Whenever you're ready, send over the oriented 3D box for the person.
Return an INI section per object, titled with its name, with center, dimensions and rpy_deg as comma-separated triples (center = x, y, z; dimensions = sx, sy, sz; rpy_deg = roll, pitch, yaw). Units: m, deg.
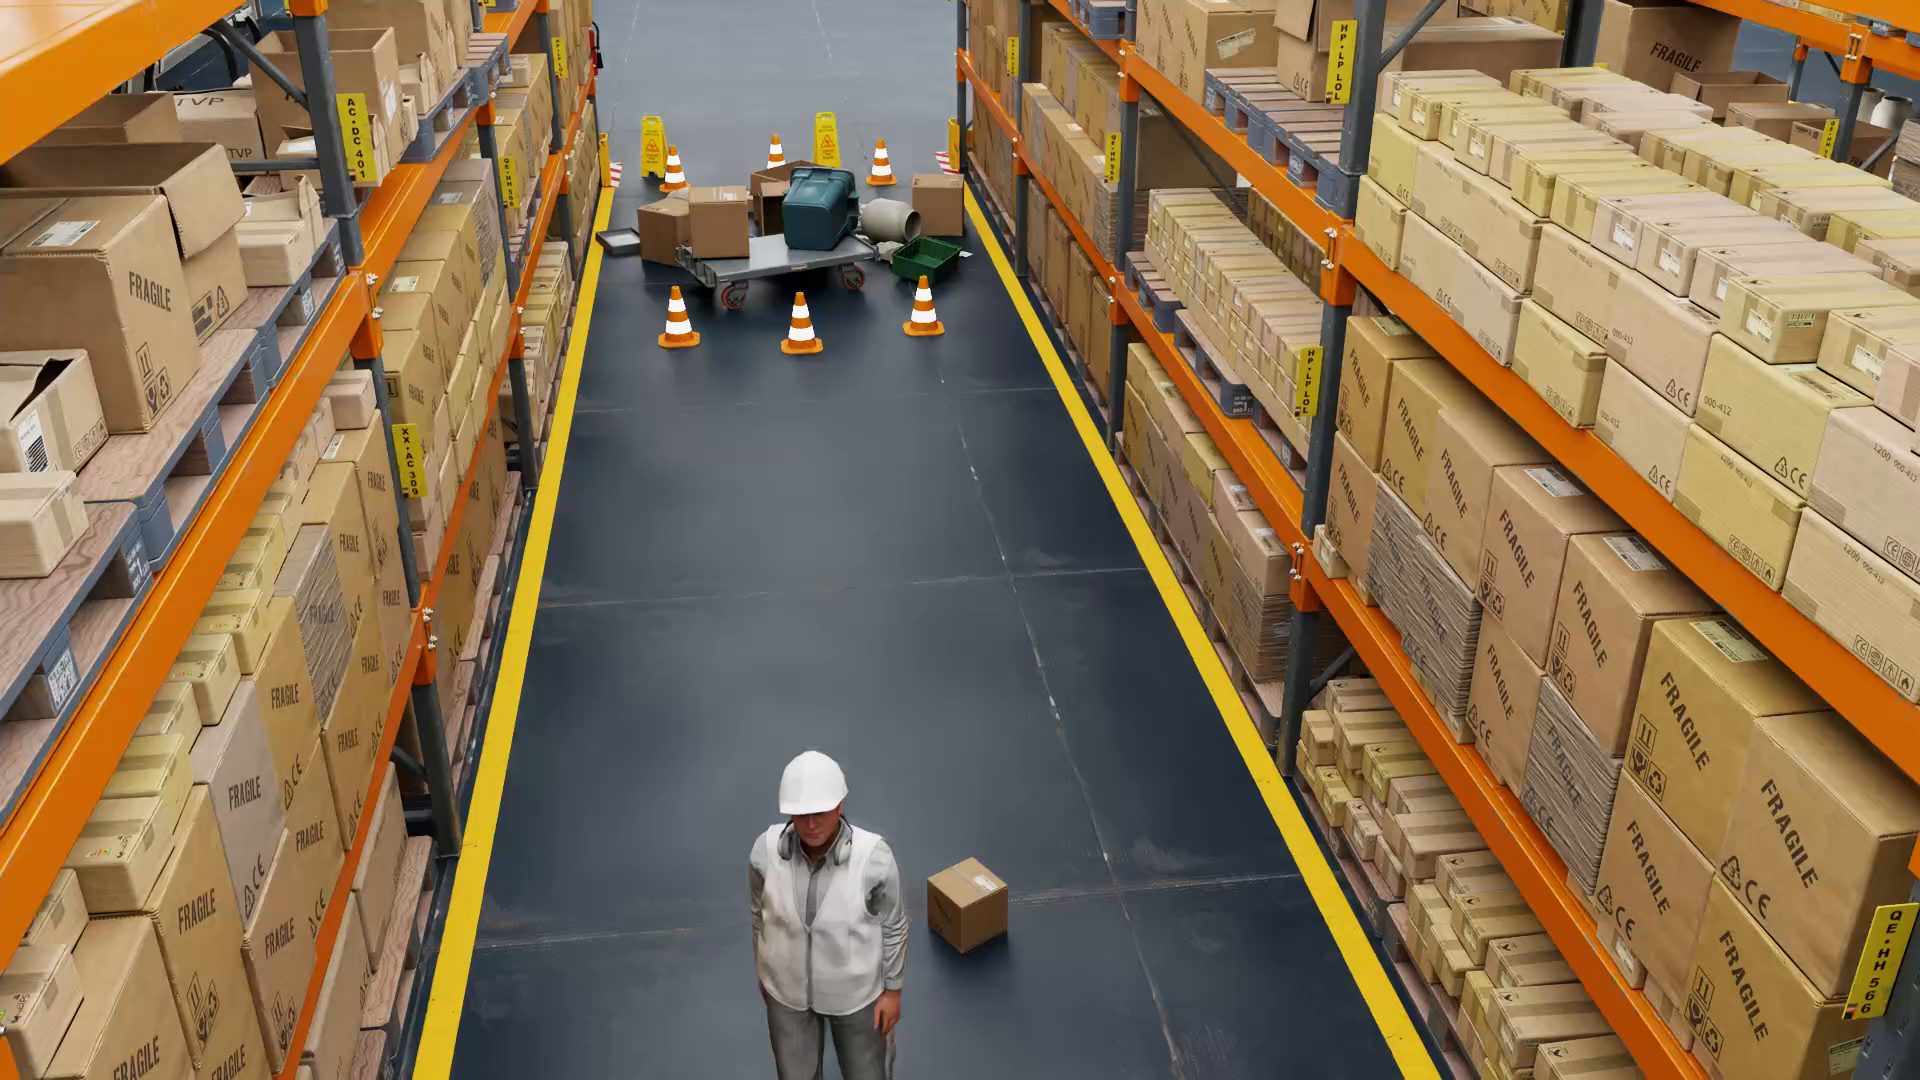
[person]
center = -0.436, 1.462, 5.690
dimensions = 0.544, 1.754, 0.734
rpy_deg = 4, 27, 9
